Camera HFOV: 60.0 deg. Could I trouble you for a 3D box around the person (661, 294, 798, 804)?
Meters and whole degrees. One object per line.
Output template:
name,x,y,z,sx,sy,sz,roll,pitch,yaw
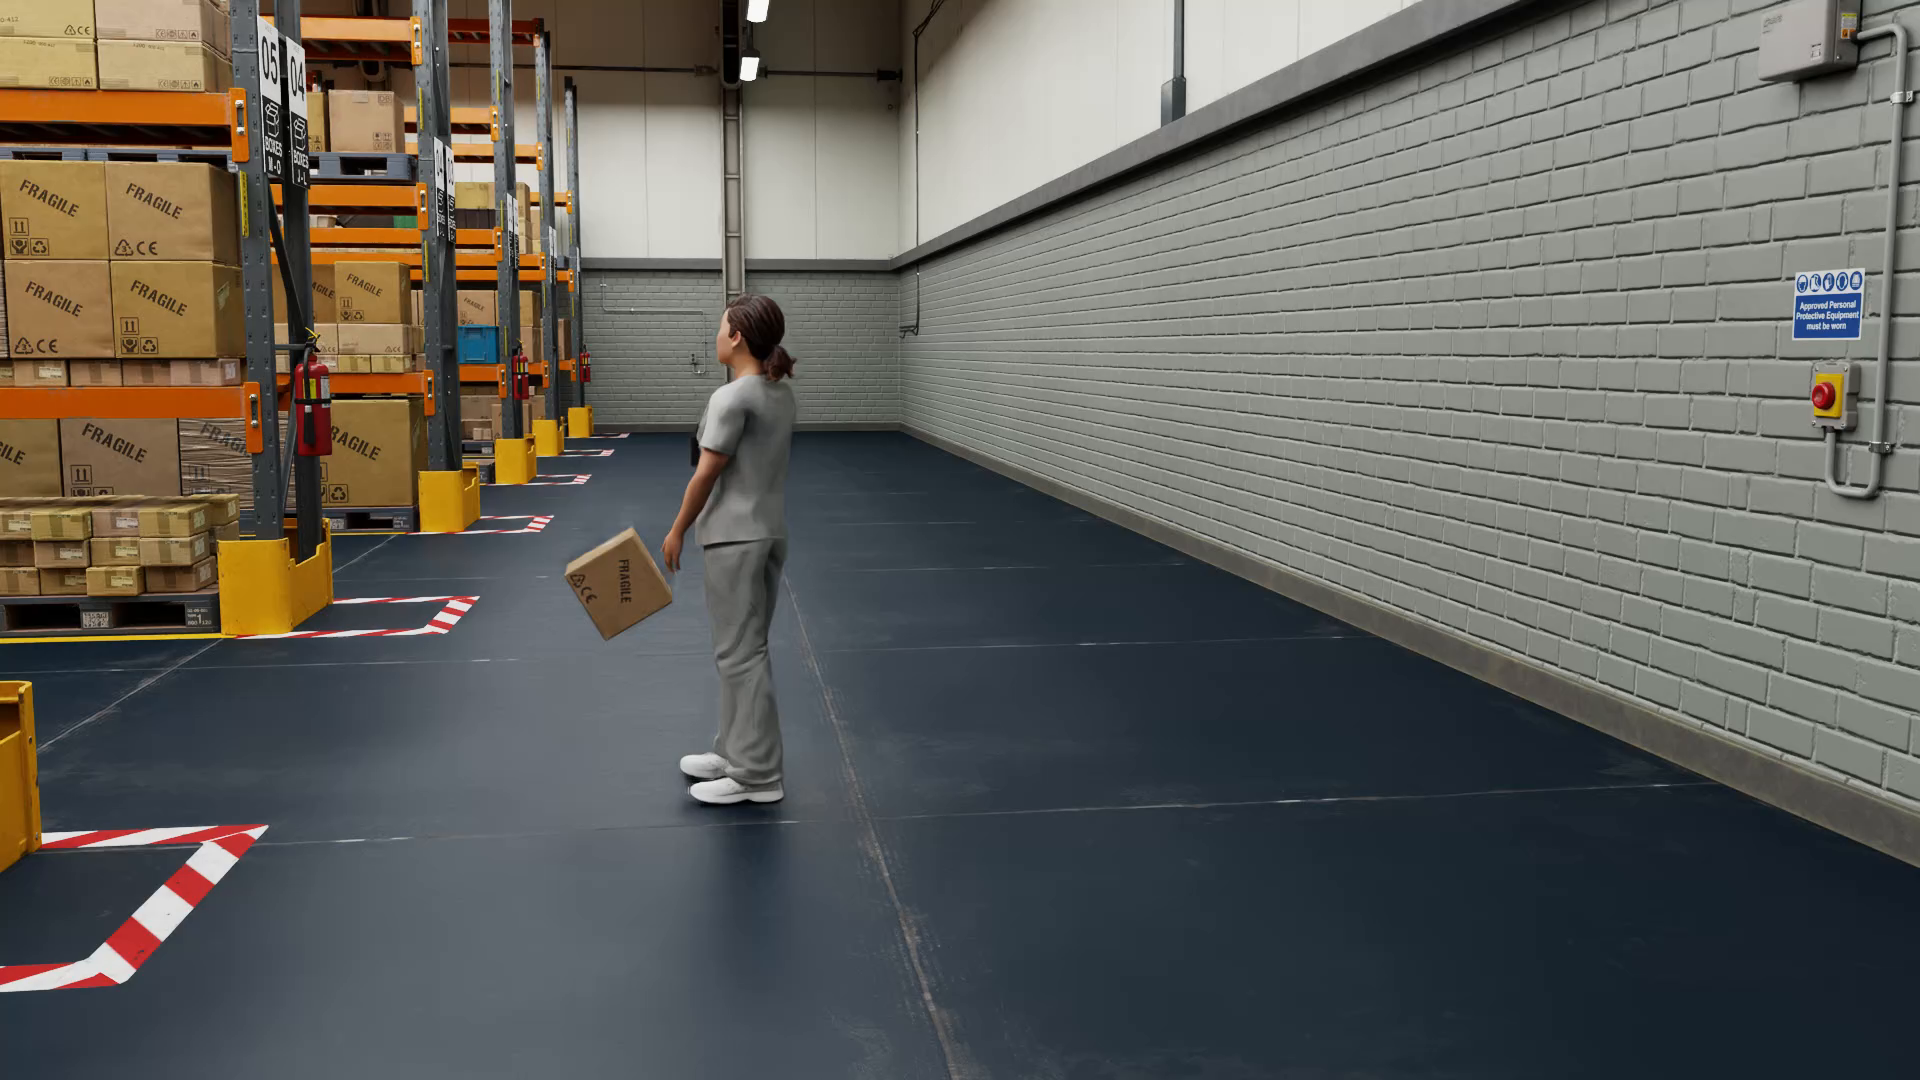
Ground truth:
person,-0.786,0.028,5.532,0.549,1.666,0.484,3,7,21
